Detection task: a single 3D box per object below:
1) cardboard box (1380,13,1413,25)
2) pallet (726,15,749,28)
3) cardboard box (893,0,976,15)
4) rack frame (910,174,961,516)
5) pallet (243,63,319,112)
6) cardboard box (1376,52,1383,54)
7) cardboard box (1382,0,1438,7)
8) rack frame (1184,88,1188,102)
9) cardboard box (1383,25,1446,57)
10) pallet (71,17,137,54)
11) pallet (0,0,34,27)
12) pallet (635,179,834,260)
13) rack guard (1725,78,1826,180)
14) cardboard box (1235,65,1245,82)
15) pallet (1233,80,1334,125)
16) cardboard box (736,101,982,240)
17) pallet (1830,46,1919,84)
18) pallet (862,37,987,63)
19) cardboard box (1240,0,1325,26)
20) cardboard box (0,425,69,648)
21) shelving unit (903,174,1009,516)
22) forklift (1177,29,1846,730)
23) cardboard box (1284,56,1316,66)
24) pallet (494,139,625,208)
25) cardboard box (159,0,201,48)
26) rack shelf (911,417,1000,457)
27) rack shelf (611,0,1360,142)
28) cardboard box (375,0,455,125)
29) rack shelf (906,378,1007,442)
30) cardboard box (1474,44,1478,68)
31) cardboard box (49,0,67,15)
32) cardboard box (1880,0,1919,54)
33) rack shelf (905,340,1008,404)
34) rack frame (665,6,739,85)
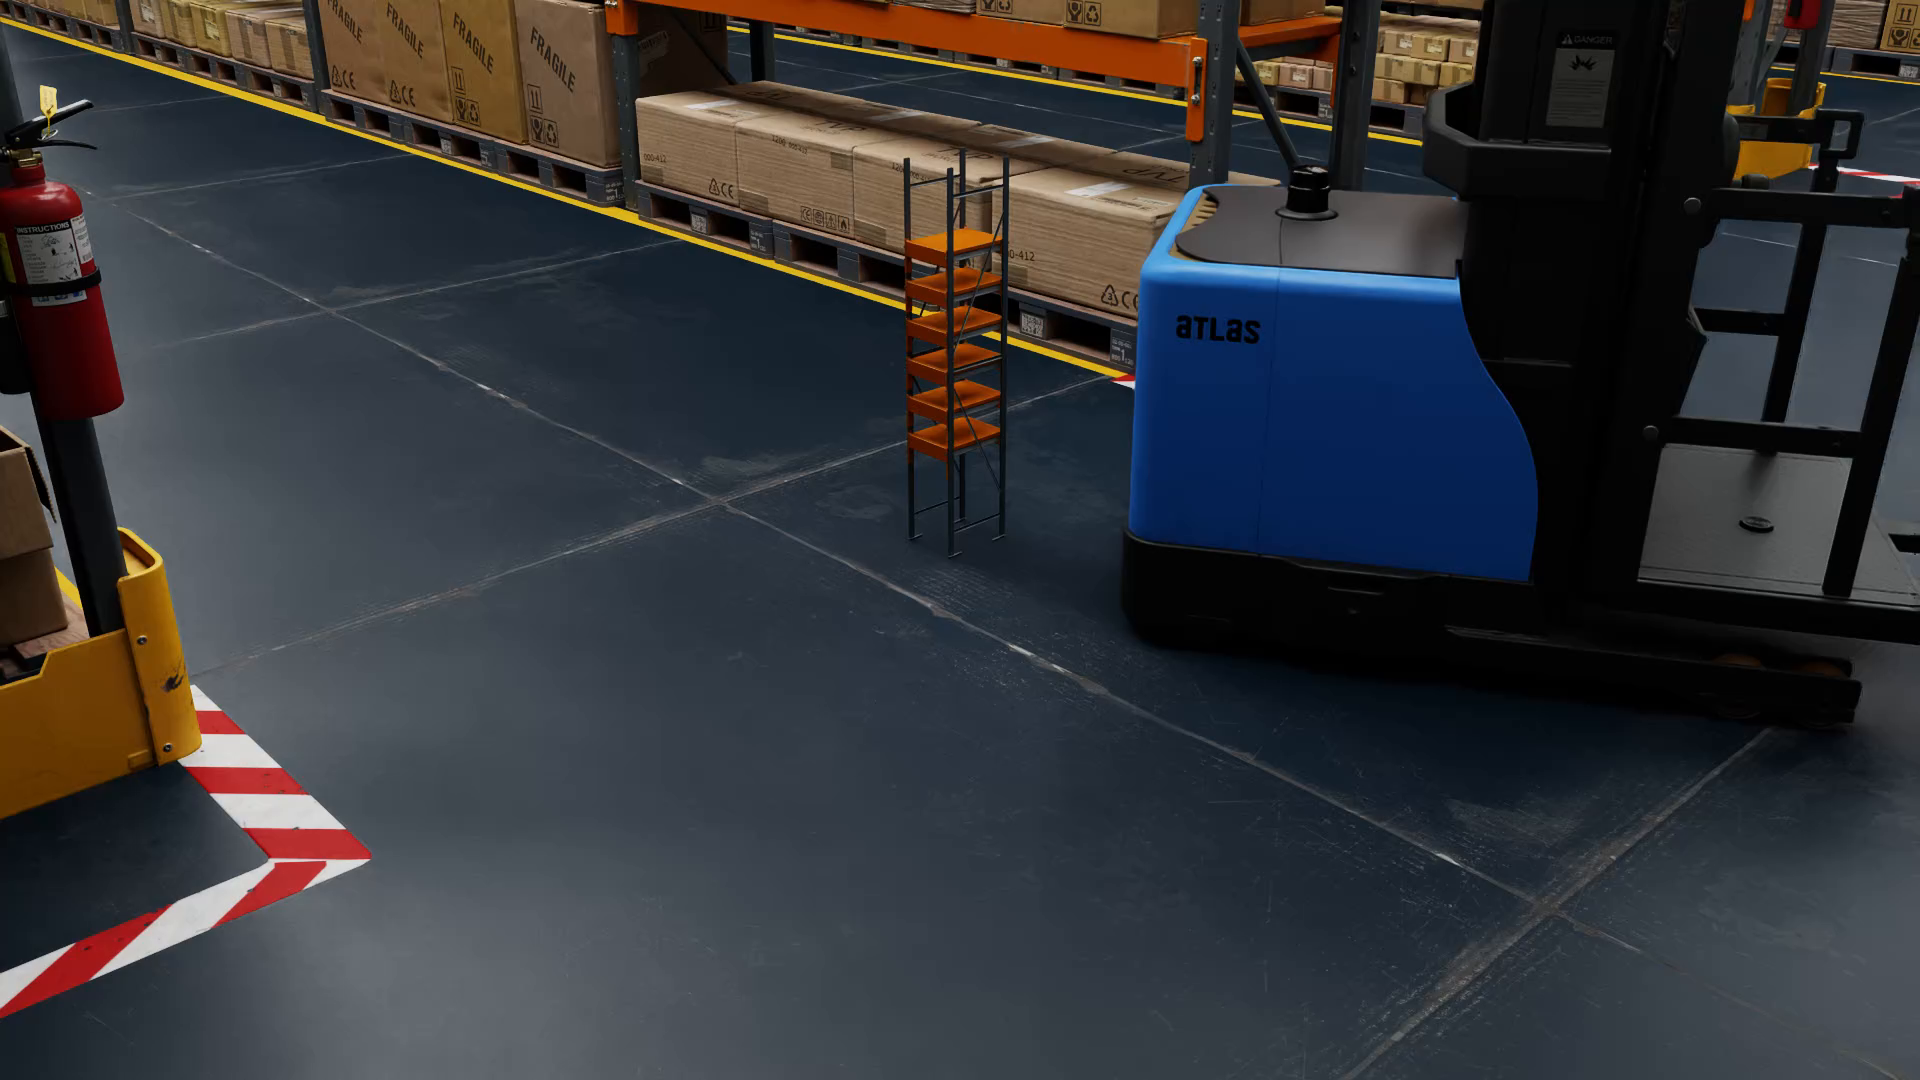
[{"bbox_3d":[3.014,-3.659,11.869,0.380,0.149,0.250,-20,31,-37],"label":"cardboard box"},{"bbox_3d":[-1.966,-5.341,16.704,1.003,0.211,1.213,-21,32,-38],"label":"pallet"},{"bbox_3d":[0.058,-2.548,7.100,0.500,0.500,0.500,-20,31,-37],"label":"cardboard box"},{"bbox_3d":[-0.073,-0.578,5.071,0.228,1.046,0.002,-21,32,-38],"label":"rack frame"},{"bbox_3d":[-4.730,-3.514,12.699,1.003,0.211,1.213,-21,32,-38],"label":"pallet"},{"bbox_3d":[2.880,-3.310,11.462,0.380,0.149,0.250,-19,31,-36],"label":"cardboard box"},{"bbox_3d":[4.708,-5.828,16.465,0.875,0.875,1.225,22,33,40],"label":"cardboard box"},{"bbox_3d":[2.082,-4.769,12.089,1.000,3.000,0.127,-21,32,-38],"label":"rack frame"},{"bbox_3d":[3.075,-3.375,11.247,0.250,0.149,0.380,22,33,40],"label":"cardboard box"},{"bbox_3d":[-7.415,-4.682,15.259,1.003,0.211,1.213,-21,32,-38],"label":"pallet"},{"bbox_3d":[-9.083,-5.421,16.880,1.003,0.211,1.213,-21,32,-38],"label":"pallet"},{"bbox_3d":[-1.000,-1.812,8.969,1.003,0.211,1.213,-21,32,-38],"label":"pallet"},{"bbox_3d":[4.764,-2.442,10.002,1.175,0.500,0.348,-21,32,-38],"label":"rack guard"},{"bbox_3d":[2.096,-3.461,12.152,0.250,0.149,0.380,22,33,40],"label":"cardboard box"},{"bbox_3d":[2.566,-3.306,12.243,1.003,0.211,1.213,-21,32,-38],"label":"pallet"},{"bbox_3d":[-0.500,-1.867,8.310,0.875,0.438,0.875,-22,33,-40],"label":"cardboard box"},{"bbox_3d":[7.902,-3.884,13.511,1.003,0.211,1.213,-21,32,-38],"label":"pallet"},{"bbox_3d":[-0.119,-4.475,14.804,1.003,0.211,1.213,-21,32,-38],"label":"pallet"},{"bbox_3d":[1.153,-2.394,6.764,0.500,0.500,0.500,-22,32,-39],"label":"cardboard box"},{"bbox_3d":[-2.698,0.020,4.094,0.637,0.503,0.797,22,33,40],"label":"cardboard box"},{"bbox_3d":[-0.011,-0.551,5.011,0.258,1.046,0.183,-21,32,-38],"label":"shelving unit"},{"bbox_3d":[9.576,-9.116,14.391,11.035,9.000,29.450,6,25,13],"label":"forklift"},{"bbox_3d":[2.527,-3.482,11.840,0.380,0.149,0.250,-21,32,-39],"label":"cardboard box"},{"bbox_3d":[-2.045,-2.277,9.988,1.003,0.211,1.213,-21,32,-38],"label":"pallet"},{"bbox_3d":[-3.641,-4.001,10.816,0.950,2.239,8.285,-19,31,-35],"label":"cardboard box"},{"bbox_3d":[-0.010,-0.316,5.117,0.221,0.034,0.171,-21,32,-38],"label":"rack shelf"},{"bbox_3d":[-0.096,-2.400,7.765,1.077,0.370,4.000,-21,32,-38],"label":"rack shelf"},{"bbox_3d":[-3.179,-3.266,10.848,0.875,0.875,0.875,-21,32,-38],"label":"cardboard box"},{"bbox_3d":[-0.010,-0.401,5.079,0.258,0.103,0.180,-21,32,-38],"label":"rack shelf"},{"bbox_3d":[3.514,-3.107,10.658,0.380,0.149,0.250,-20,31,-37],"label":"cardboard box"},{"bbox_3d":[-8.246,-5.114,15.653,0.500,0.250,0.500,-21,32,-38],"label":"cardboard box"},{"bbox_3d":[8.009,-4.329,13.179,0.875,0.875,0.875,-21,32,-38],"label":"cardboard box"},{"bbox_3d":[-0.010,-0.510,5.029,0.258,0.103,0.180,-21,32,-38],"label":"rack shelf"},{"bbox_3d":[-1.465,-3.333,8.941,0.949,2.616,0.053,-21,32,-38],"label":"rack frame"}]
